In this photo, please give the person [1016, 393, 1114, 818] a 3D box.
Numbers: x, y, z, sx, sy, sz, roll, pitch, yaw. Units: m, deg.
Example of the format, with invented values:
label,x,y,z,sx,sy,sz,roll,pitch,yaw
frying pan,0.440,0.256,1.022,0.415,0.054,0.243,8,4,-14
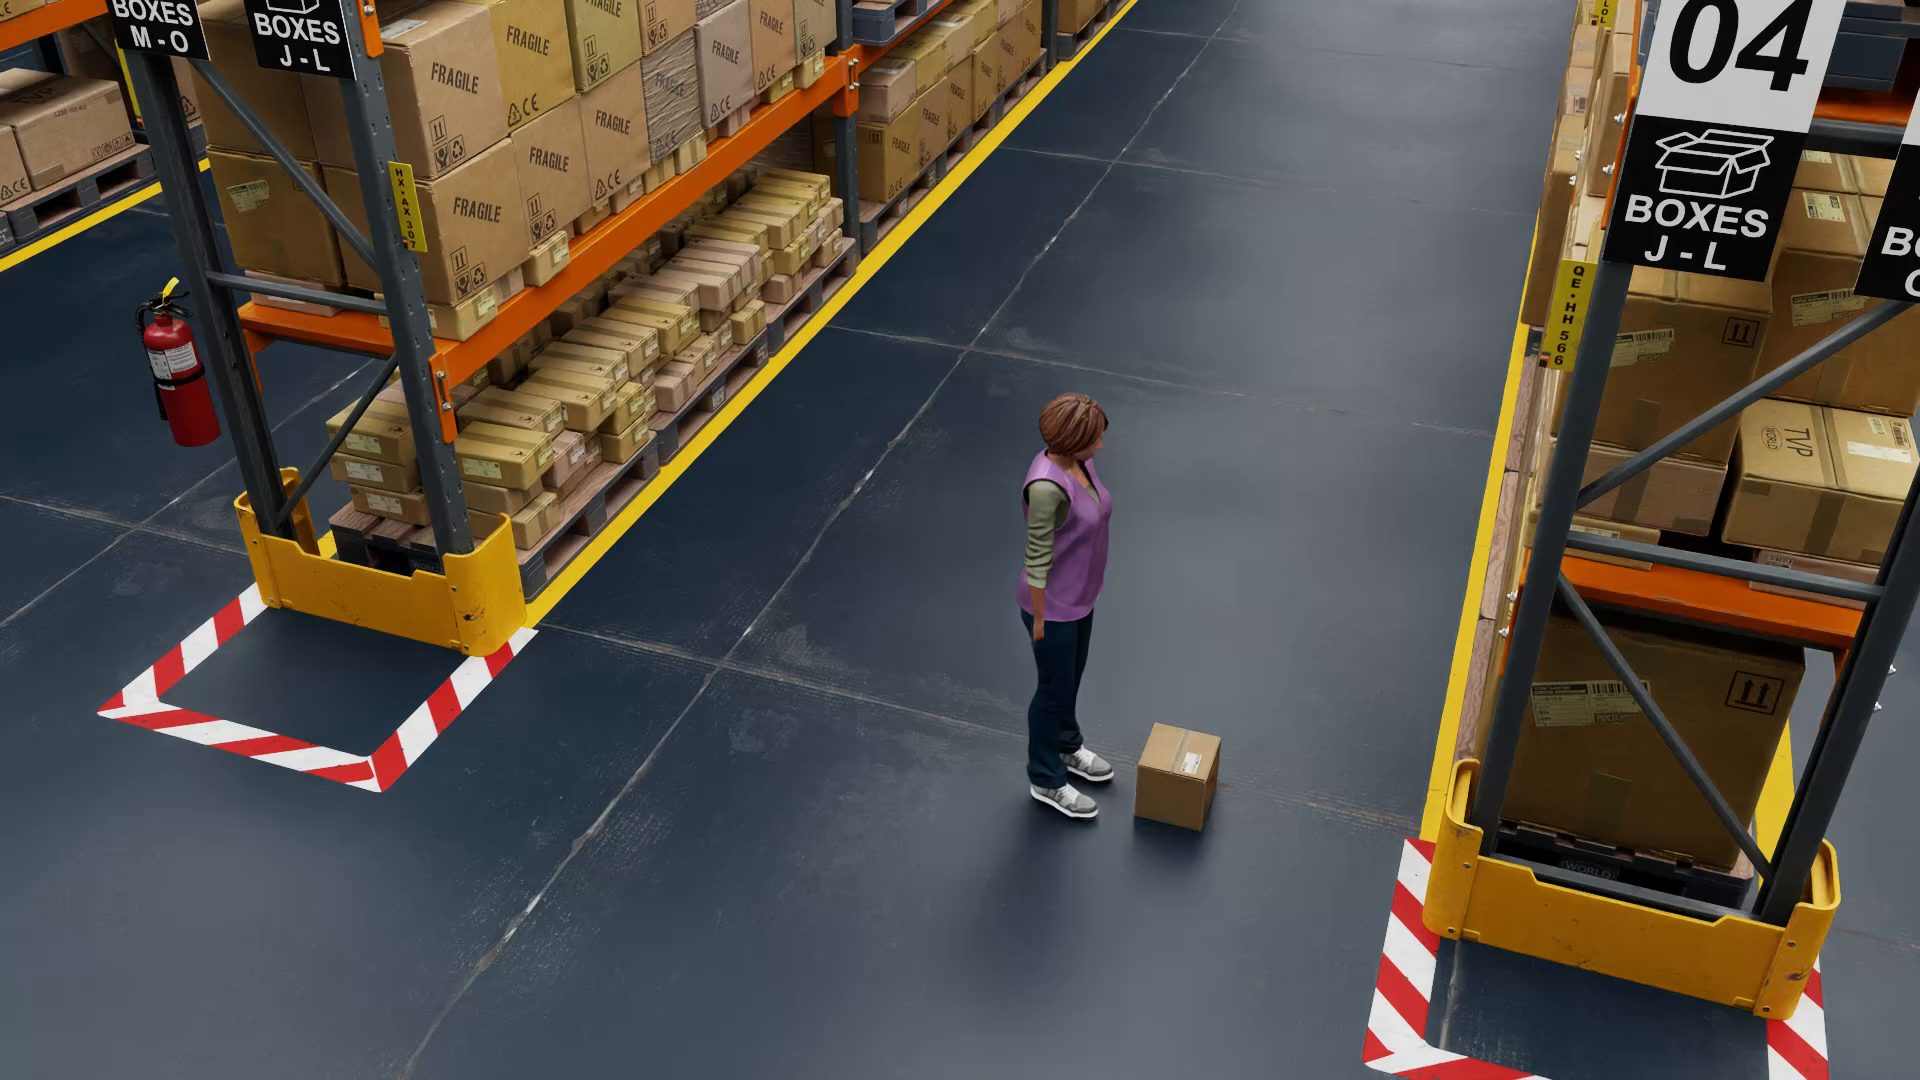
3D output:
label,x,y,z,sx,sy,sz,roll,pitch,yaw
person,0.387,0.218,5.811,0.375,1.601,0.439,11,35,16
